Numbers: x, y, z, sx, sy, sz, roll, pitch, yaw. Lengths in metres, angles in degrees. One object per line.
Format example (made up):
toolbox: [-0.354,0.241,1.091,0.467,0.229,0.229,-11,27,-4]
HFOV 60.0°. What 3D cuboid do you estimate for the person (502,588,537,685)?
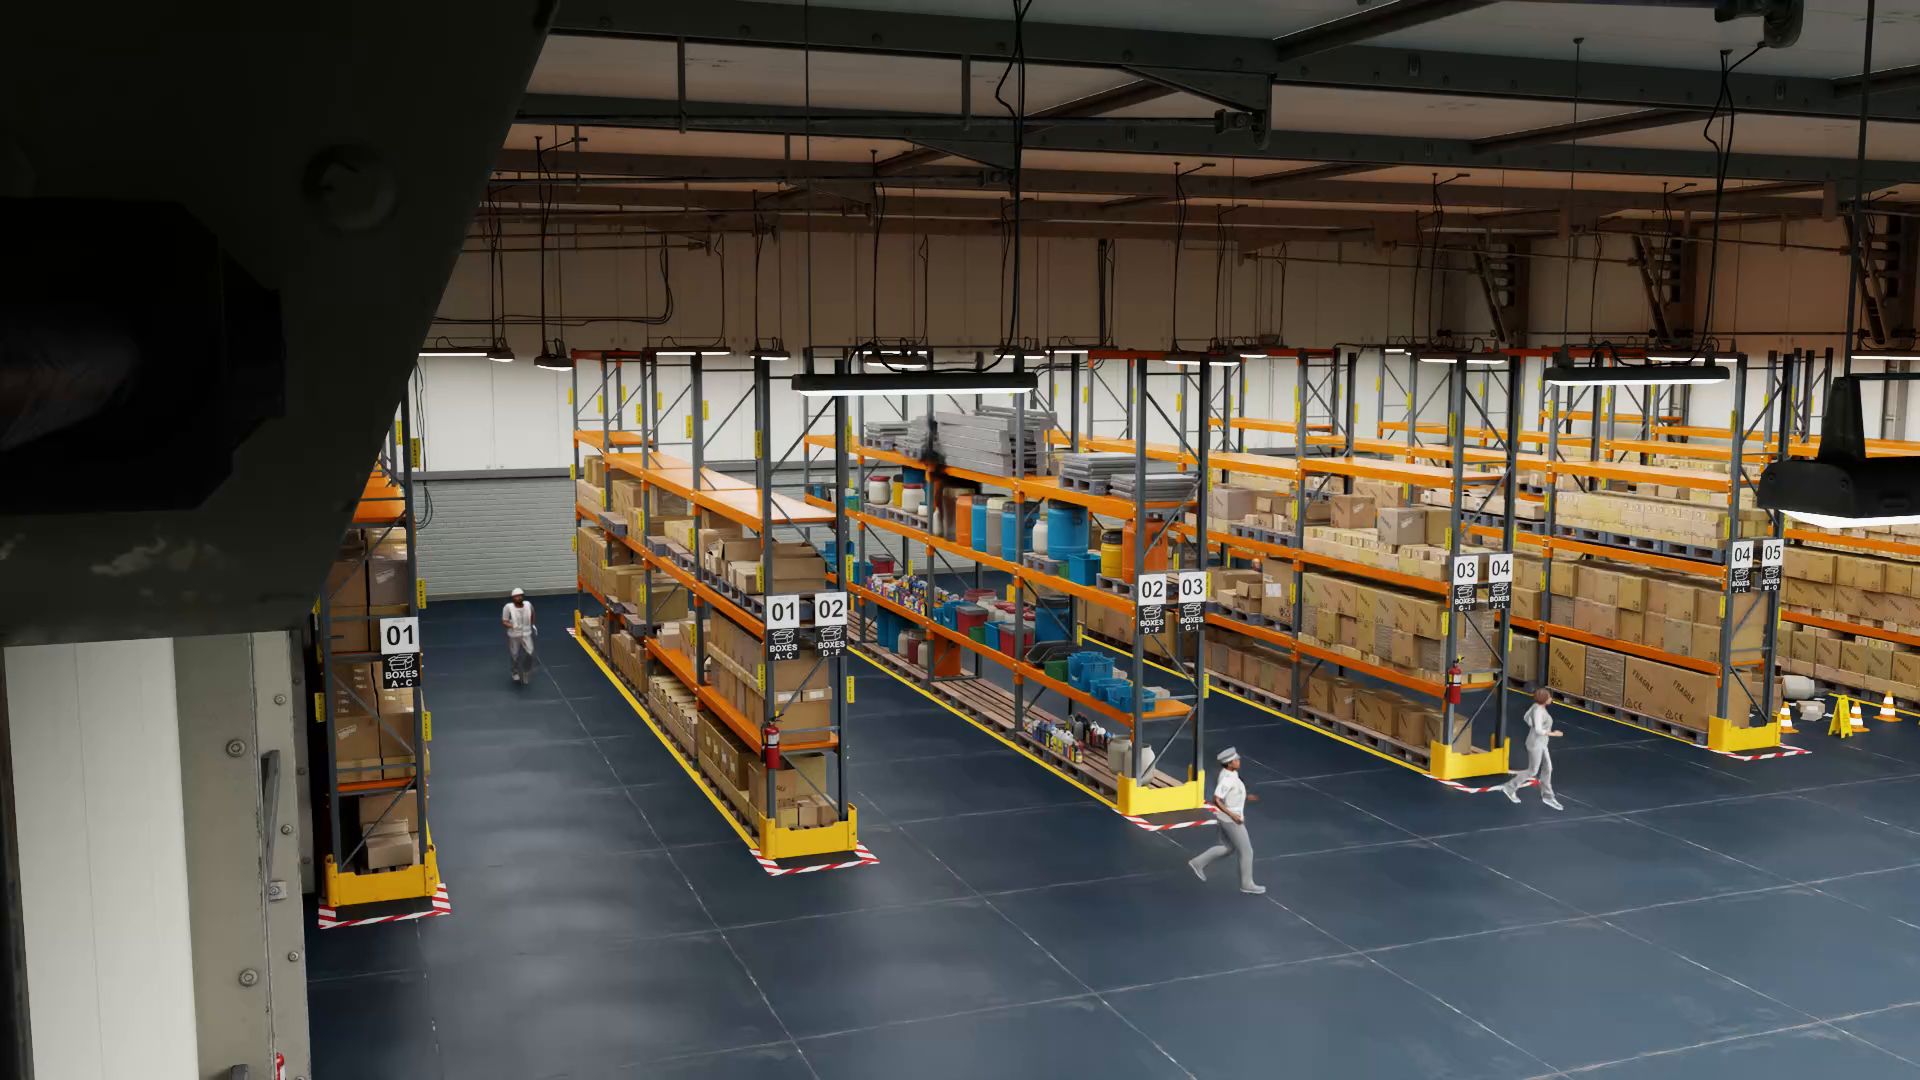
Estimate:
person: [-7.901,1.737,29.917,0.662,1.774,0.785,-4,8,-29]

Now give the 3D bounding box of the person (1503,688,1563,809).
person: [7.689,2.780,22.240,0.772,1.621,0.560,3,8,21]

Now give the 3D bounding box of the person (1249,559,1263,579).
person: [6.093,1.219,34.398,0.660,1.679,0.632,-3,8,-24]

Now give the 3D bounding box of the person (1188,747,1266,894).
person: [3.046,3.160,18.817,0.859,1.672,0.587,1,7,5]
